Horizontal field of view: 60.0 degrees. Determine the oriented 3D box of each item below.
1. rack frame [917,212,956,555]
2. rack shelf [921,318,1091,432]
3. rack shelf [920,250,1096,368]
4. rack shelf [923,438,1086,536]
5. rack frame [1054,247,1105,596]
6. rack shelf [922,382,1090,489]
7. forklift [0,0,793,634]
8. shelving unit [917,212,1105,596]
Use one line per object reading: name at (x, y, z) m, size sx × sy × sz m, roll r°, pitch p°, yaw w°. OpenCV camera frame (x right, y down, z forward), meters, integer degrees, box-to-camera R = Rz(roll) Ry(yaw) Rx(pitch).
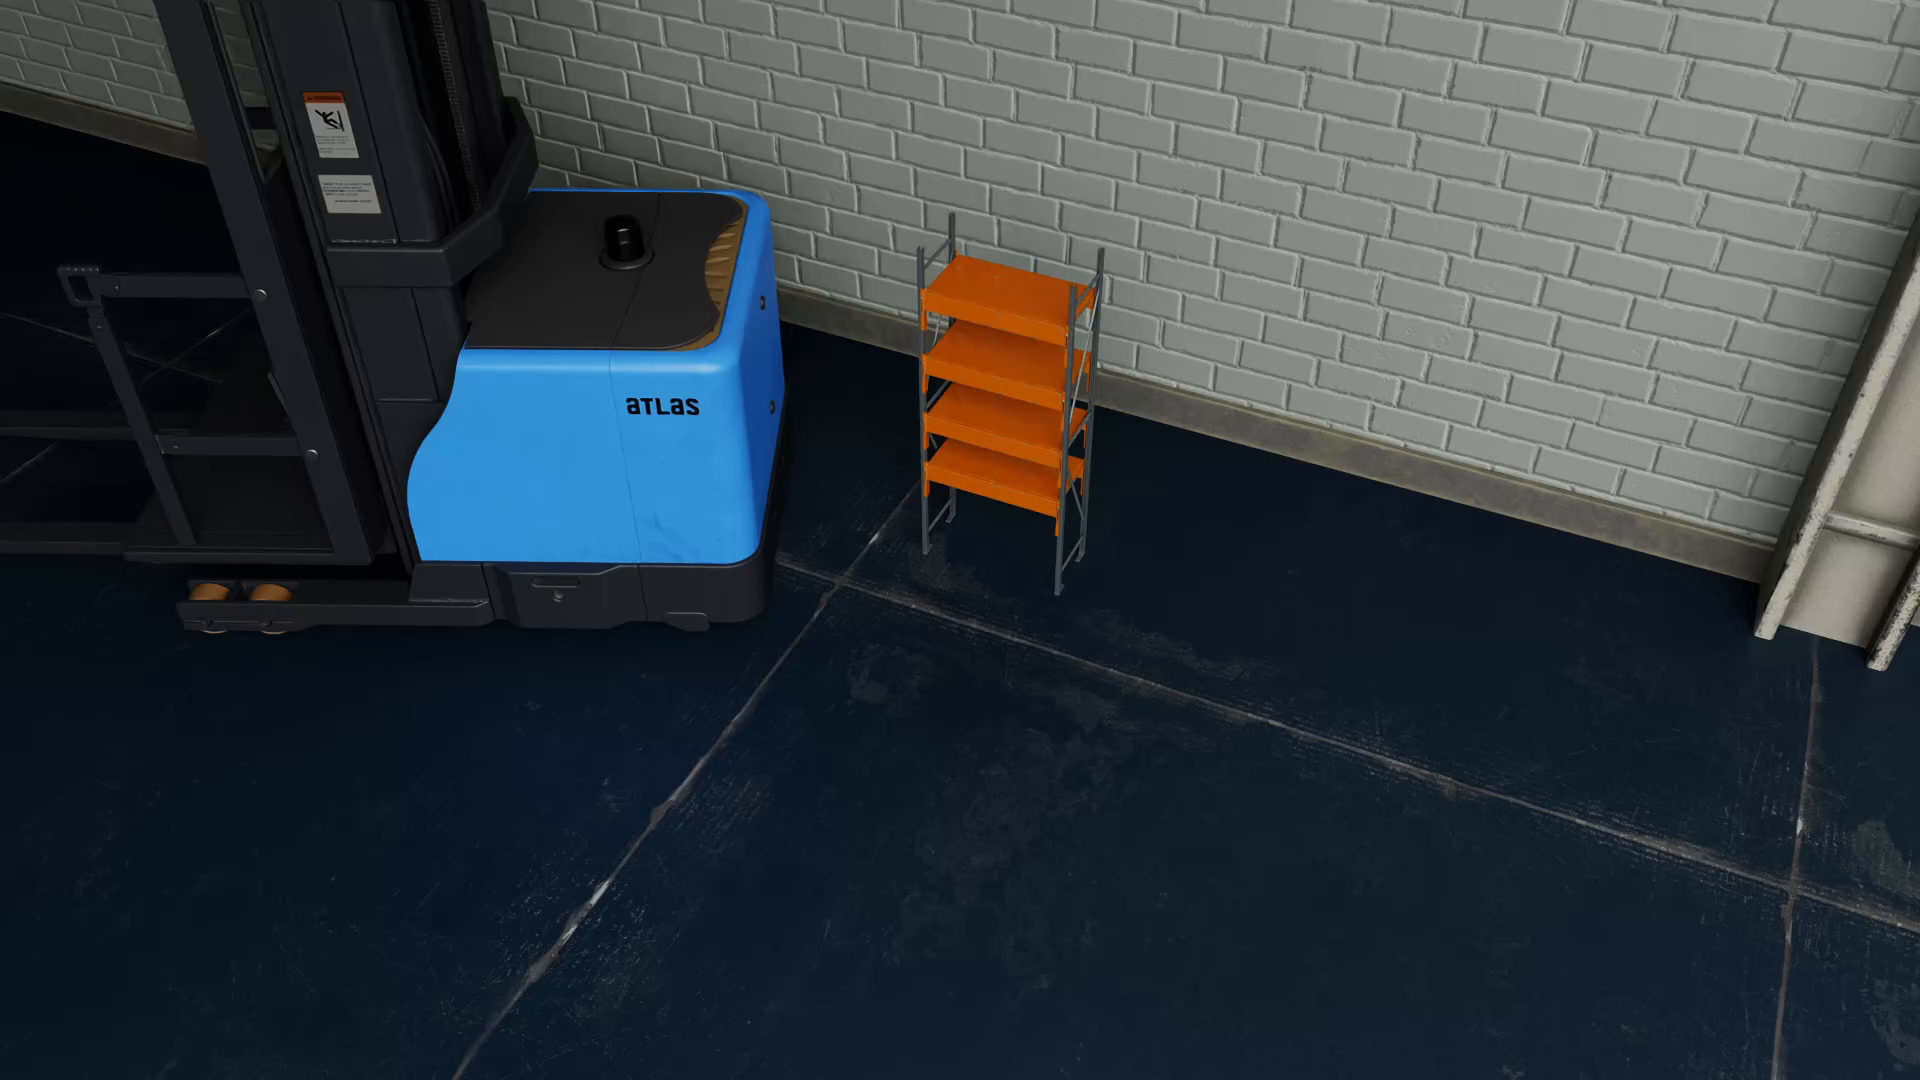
rack frame at (-0.071, -0.475, 5.382) m, size 0.015 × 1.200 × 0.240 m, roll 17°, pitch 44°, yaw 19°
rack shelf at (0.150, -0.526, 5.202) m, size 0.480 × 0.148 × 0.258 m, roll 17°, pitch 44°, yaw 19°
rack shelf at (0.150, -0.704, 5.047) m, size 0.480 × 0.148 × 0.258 m, roll 17°, pitch 44°, yaw 19°
rack shelf at (0.150, -0.207, 5.478) m, size 0.480 × 0.148 × 0.258 m, roll 17°, pitch 44°, yaw 19°
rack frame at (0.371, -0.340, 5.226) m, size 0.015 × 1.200 × 0.240 m, roll 17°, pitch 44°, yaw 19°
rack shelf at (0.150, -0.357, 5.348) m, size 0.480 × 0.148 × 0.258 m, roll 17°, pitch 44°, yaw 19°
forklift at (-2.129, -1.148, 4.837) m, size 3.031 × 2.935 × 1.130 m, roll 1°, pitch 41°, yaw 1°
shelving unit at (0.150, -0.408, 5.304) m, size 0.503 × 1.200 × 0.258 m, roll 17°, pitch 44°, yaw 19°
